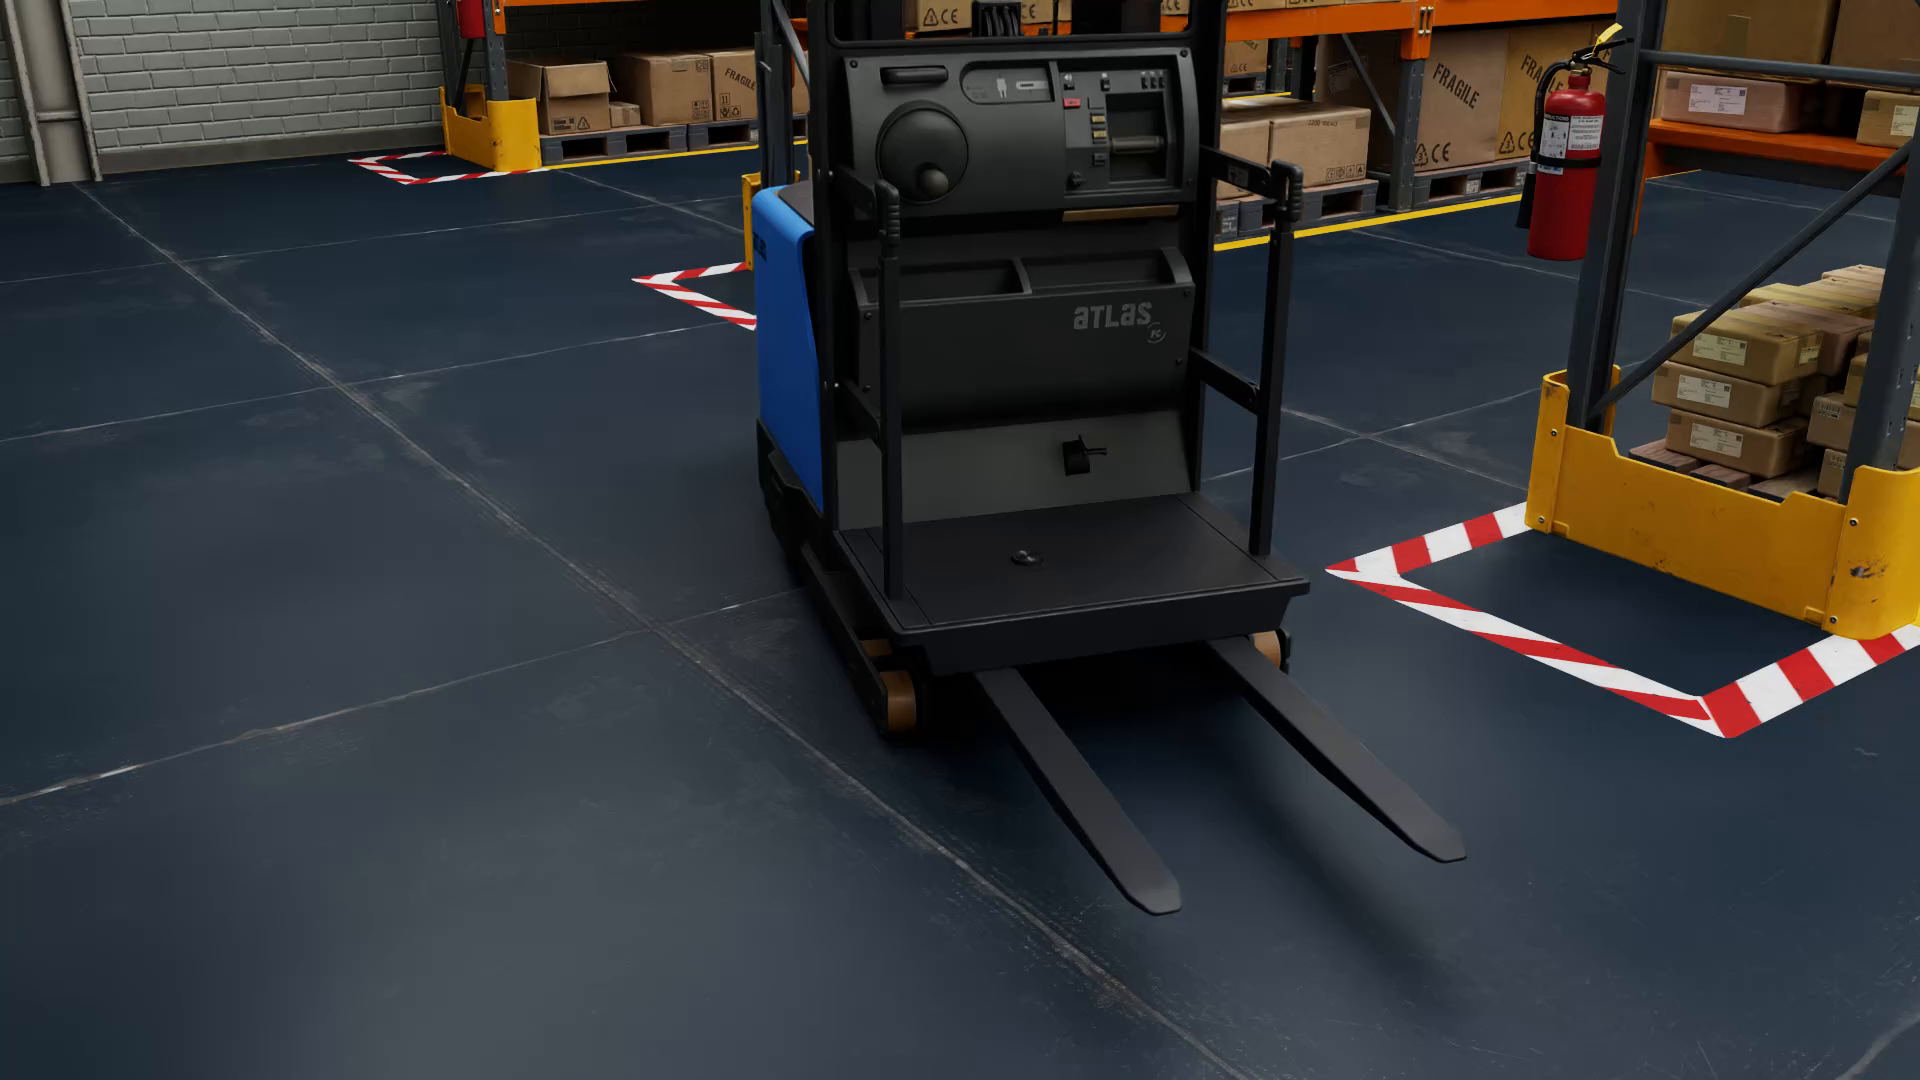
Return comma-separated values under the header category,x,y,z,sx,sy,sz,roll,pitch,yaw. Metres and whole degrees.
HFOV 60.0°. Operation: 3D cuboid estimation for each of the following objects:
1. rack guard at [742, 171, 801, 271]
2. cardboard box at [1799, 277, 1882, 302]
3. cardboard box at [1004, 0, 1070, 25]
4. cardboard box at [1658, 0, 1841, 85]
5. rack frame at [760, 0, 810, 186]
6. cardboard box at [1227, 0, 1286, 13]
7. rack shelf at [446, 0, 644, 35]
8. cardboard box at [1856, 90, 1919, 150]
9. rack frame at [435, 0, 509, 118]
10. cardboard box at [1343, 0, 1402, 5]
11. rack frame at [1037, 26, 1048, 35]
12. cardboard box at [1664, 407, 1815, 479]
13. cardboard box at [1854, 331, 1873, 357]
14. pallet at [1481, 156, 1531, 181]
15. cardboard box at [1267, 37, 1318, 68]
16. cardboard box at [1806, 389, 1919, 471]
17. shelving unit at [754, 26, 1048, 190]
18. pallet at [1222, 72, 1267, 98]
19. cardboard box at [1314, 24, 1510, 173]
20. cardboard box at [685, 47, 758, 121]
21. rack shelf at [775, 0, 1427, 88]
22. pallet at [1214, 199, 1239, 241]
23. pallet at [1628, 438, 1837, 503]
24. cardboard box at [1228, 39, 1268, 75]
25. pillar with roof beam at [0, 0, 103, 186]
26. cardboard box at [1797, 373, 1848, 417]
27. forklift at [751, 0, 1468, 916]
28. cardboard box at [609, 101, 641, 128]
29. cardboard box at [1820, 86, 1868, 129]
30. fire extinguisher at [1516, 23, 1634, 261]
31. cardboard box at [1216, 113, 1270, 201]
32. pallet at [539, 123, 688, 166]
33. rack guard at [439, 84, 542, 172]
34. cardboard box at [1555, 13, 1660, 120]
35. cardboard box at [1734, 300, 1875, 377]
category,x,y,z,sx,sy,sz,roll,pitch,yaw
rack guard,-0.721,-1.597,8.724,0.348,0.500,1.175,-15,26,-33
cardboard box,3.174,-0.802,5.837,0.250,0.149,0.380,-16,27,-35
cardboard box,0.250,-2.945,8.594,0.500,0.500,0.500,-15,26,-34
cardboard box,2.486,-1.655,4.961,0.500,0.500,0.500,-14,26,-32
rack frame,-0.702,-2.763,8.274,0.127,3.000,1.000,-15,26,-33
cardboard box,1.504,-3.272,9.414,0.500,0.500,0.500,-15,26,-34
rack shelf,-1.980,-4.354,13.232,4.000,0.370,1.077,-15,26,-33
cardboard box,2.725,-1.151,4.572,0.250,0.149,0.380,-15,26,-33
rack frame,-3.604,-4.256,12.014,0.127,3.000,1.000,-15,26,-33
cardboard box,2.318,-3.498,9.981,0.500,0.500,0.500,-15,26,-32
rack frame,0.348,-1.060,6.030,0.032,1.500,0.500,-5,22,-12
cardboard box,2.577,-0.343,5.490,0.250,0.149,0.380,-14,26,-32
cardboard box,3.048,-0.550,5.205,0.250,0.149,0.380,-14,26,-32
pallet,4.119,-2.789,12.101,1.213,0.211,1.003,-15,26,-33
cardboard box,3.404,-5.210,17.044,0.625,0.625,0.875,-14,26,-31
cardboard box,2.846,-0.341,5.083,0.250,0.149,0.380,-14,26,-31
shelving unit,-0.156,-1.017,5.921,1.083,1.500,0.587,-5,22,-12
pallet,2.262,-4.542,16.494,1.213,0.211,1.003,-15,26,-33
cardboard box,3.002,-2.995,11.156,0.875,0.875,0.875,-14,26,-31
cardboard box,-1.848,-3.651,13.305,0.500,0.500,0.500,-14,26,-32
rack shelf,0.922,-2.862,9.492,4.000,0.370,1.077,-15,26,-33
pallet,0.891,-1.927,9.941,1.213,0.211,1.003,-15,26,-33
pallet,3.013,-0.182,5.569,1.213,0.211,1.003,-15,26,-33
cardboard box,2.672,-4.865,16.347,0.500,0.500,0.500,-14,26,-31
pillar with roof beam,-3.805,-5.434,6.873,0.400,9.000,9.100,-15,26,-33
cardboard box,2.776,-0.545,5.595,0.250,0.149,0.380,-16,27,-34
forklift,0.232,-1.037,4.040,1.130,2.935,3.031,-6,23,-16
cardboard box,-2.684,-3.311,12.926,0.250,0.149,0.380,-16,27,-35
cardboard box,2.594,-1.377,5.140,0.250,0.149,0.380,-15,26,-33
fire extinguisher,1.797,-1.171,4.891,0.183,0.674,0.296,-15,26,-33
cardboard box,1.246,-2.336,10.095,0.875,0.438,0.875,-16,27,-34
pallet,-2.896,-3.150,13.005,1.213,0.211,1.003,-15,26,-33
rack guard,-3.542,-3.111,12.518,0.348,0.500,1.175,-15,26,-33
cardboard box,4.456,-3.387,12.136,0.875,0.875,0.875,-15,26,-32
cardboard box,2.790,-0.671,5.508,0.250,0.149,0.380,-14,26,-32
